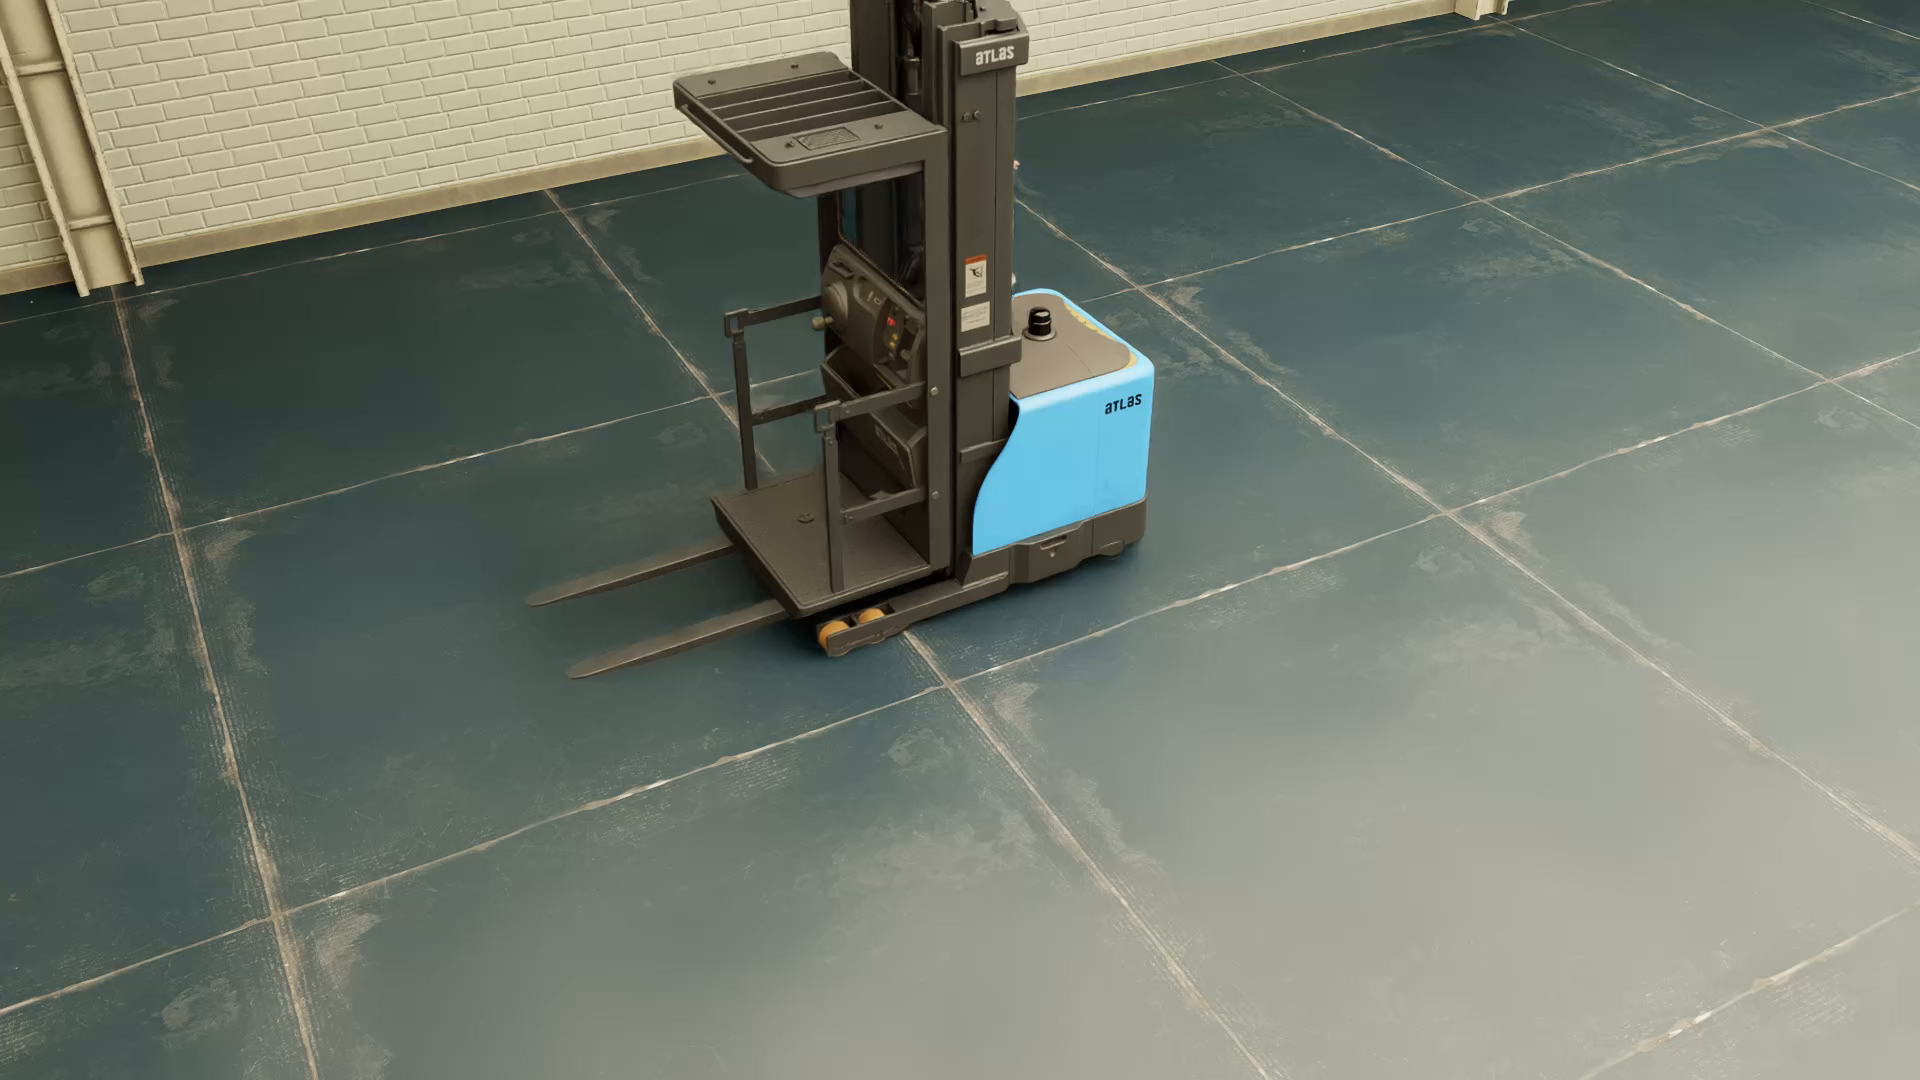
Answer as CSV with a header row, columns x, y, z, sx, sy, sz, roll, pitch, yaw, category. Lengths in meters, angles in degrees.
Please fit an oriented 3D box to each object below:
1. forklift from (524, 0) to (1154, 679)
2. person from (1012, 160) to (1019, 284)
x,y,z,sx,sy,sz,roll,pitch,yaw,category
-0.583,-0.994,7.530,3.031,2.935,1.130,-18,39,-24,forklift
0.114,-2.200,10.448,0.797,1.560,0.774,-24,42,-30,person
